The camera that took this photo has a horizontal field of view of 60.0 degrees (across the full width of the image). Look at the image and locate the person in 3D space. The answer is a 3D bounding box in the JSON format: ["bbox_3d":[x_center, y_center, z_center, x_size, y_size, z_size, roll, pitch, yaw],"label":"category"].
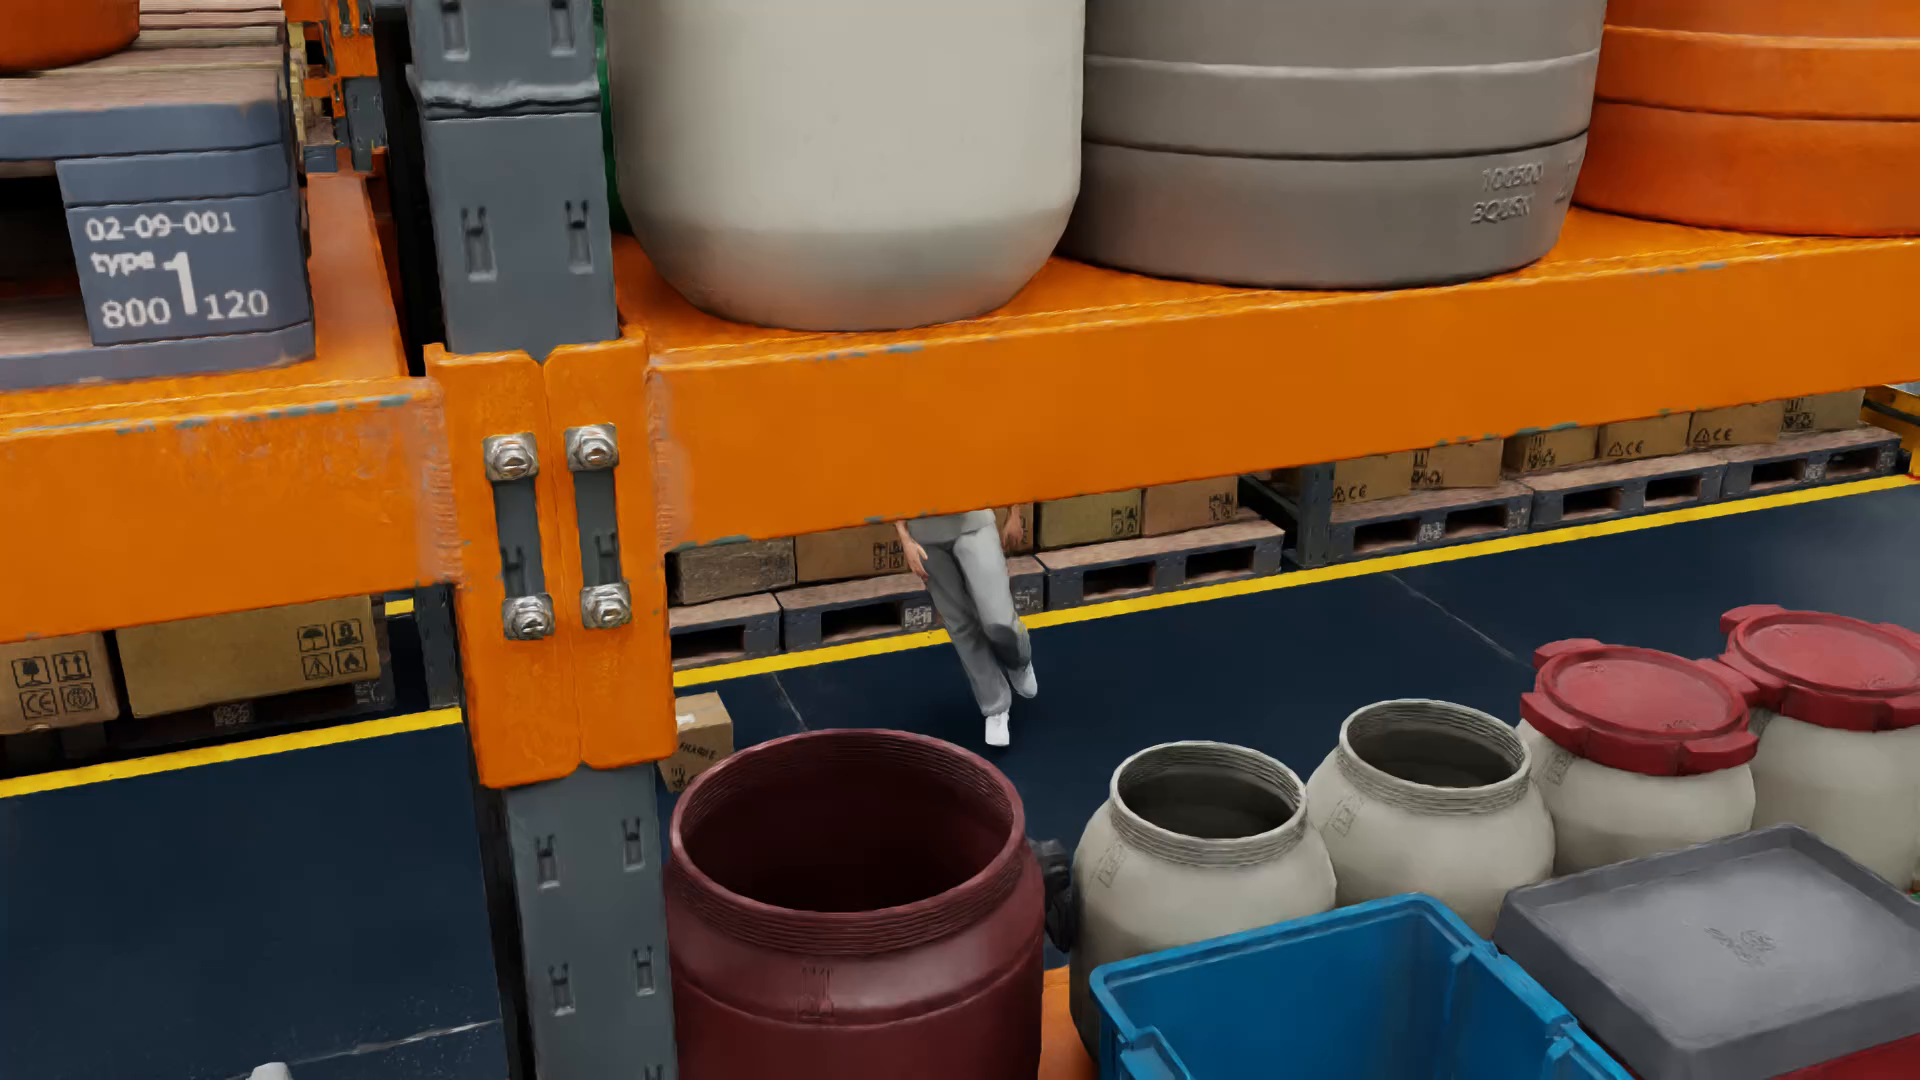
[{"bbox_3d":[-0.015,-0.033,6.183,0.603,1.622,0.506,4,23,8],"label":"person"}]
